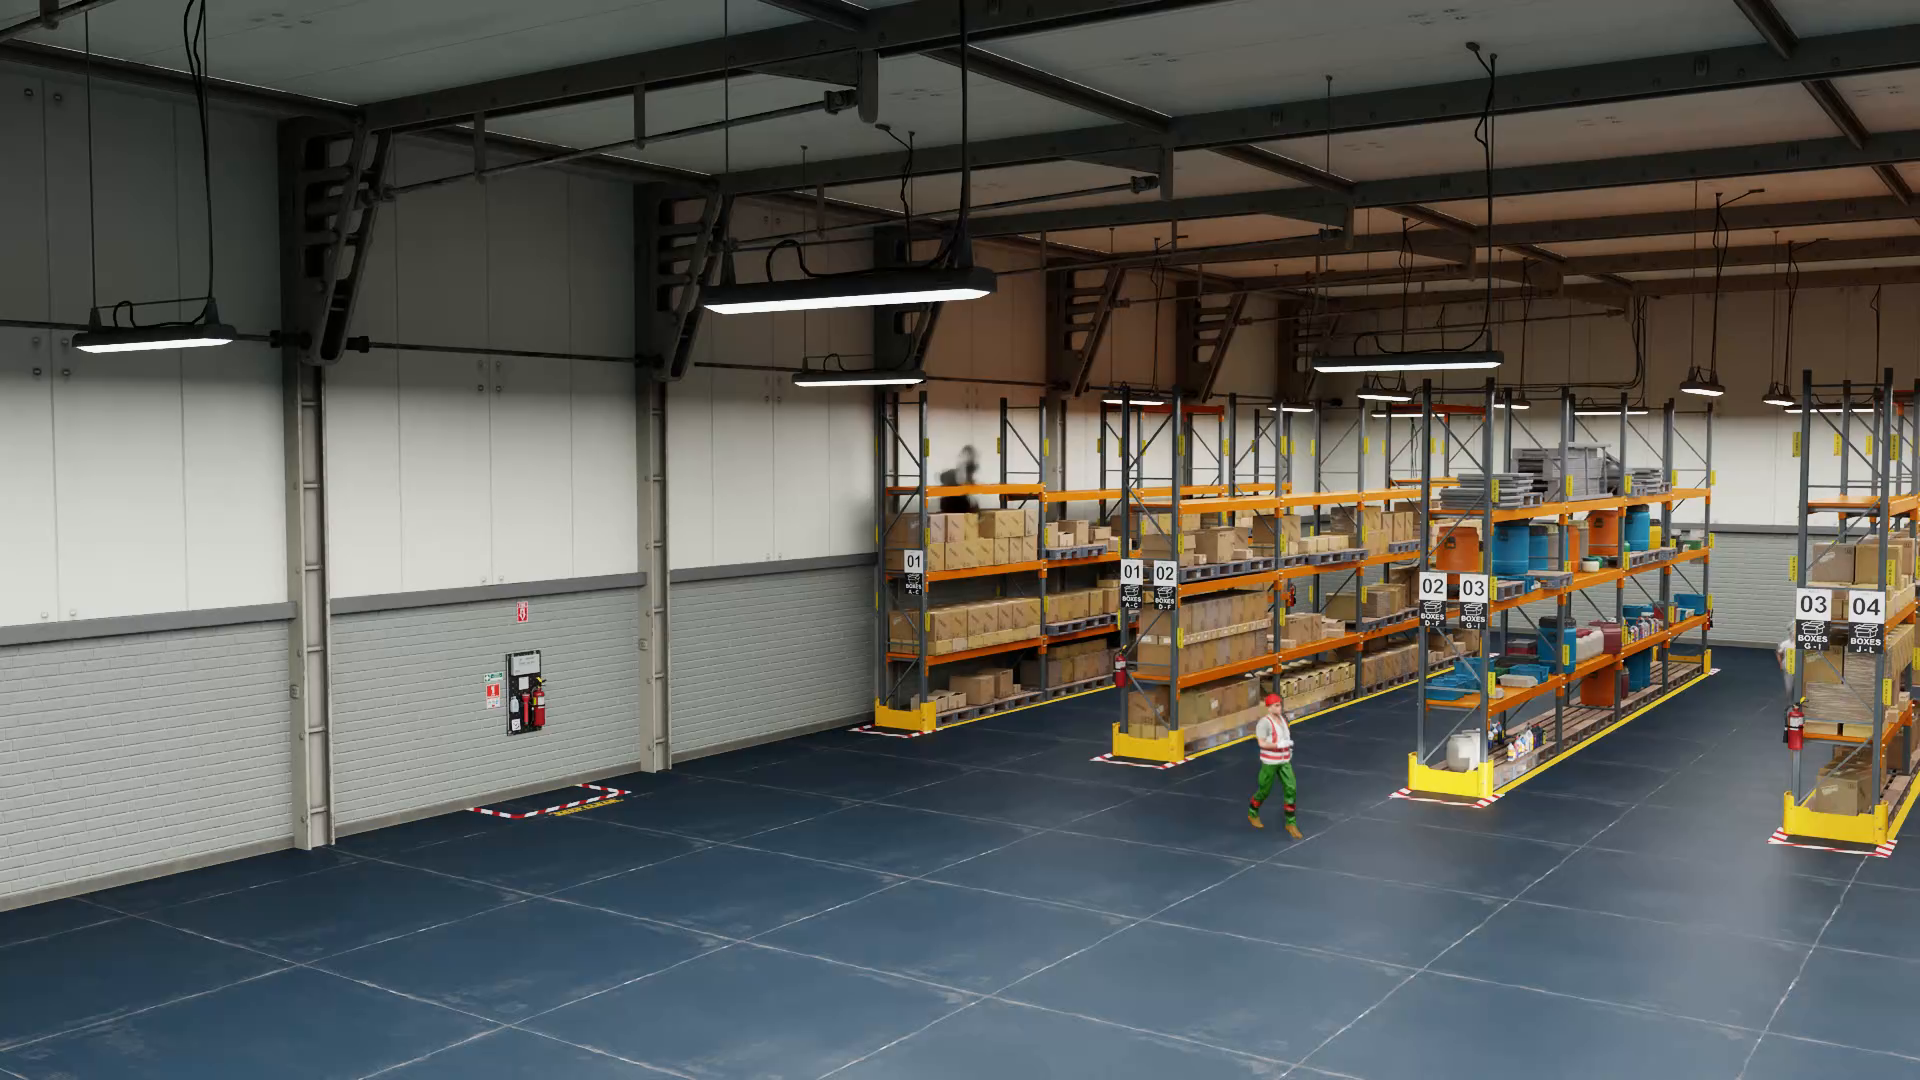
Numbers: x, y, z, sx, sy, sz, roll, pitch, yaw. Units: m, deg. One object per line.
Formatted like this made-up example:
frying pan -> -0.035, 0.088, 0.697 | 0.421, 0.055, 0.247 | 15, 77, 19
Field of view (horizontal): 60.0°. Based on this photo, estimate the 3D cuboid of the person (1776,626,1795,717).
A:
person -> 15.621, 2.442, 31.186 | 0.586, 1.682, 0.654 | 2, 4, 33

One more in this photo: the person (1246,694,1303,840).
person -> 4.059, 2.898, 21.469 | 0.653, 1.835, 0.862 | -2, 4, -32
